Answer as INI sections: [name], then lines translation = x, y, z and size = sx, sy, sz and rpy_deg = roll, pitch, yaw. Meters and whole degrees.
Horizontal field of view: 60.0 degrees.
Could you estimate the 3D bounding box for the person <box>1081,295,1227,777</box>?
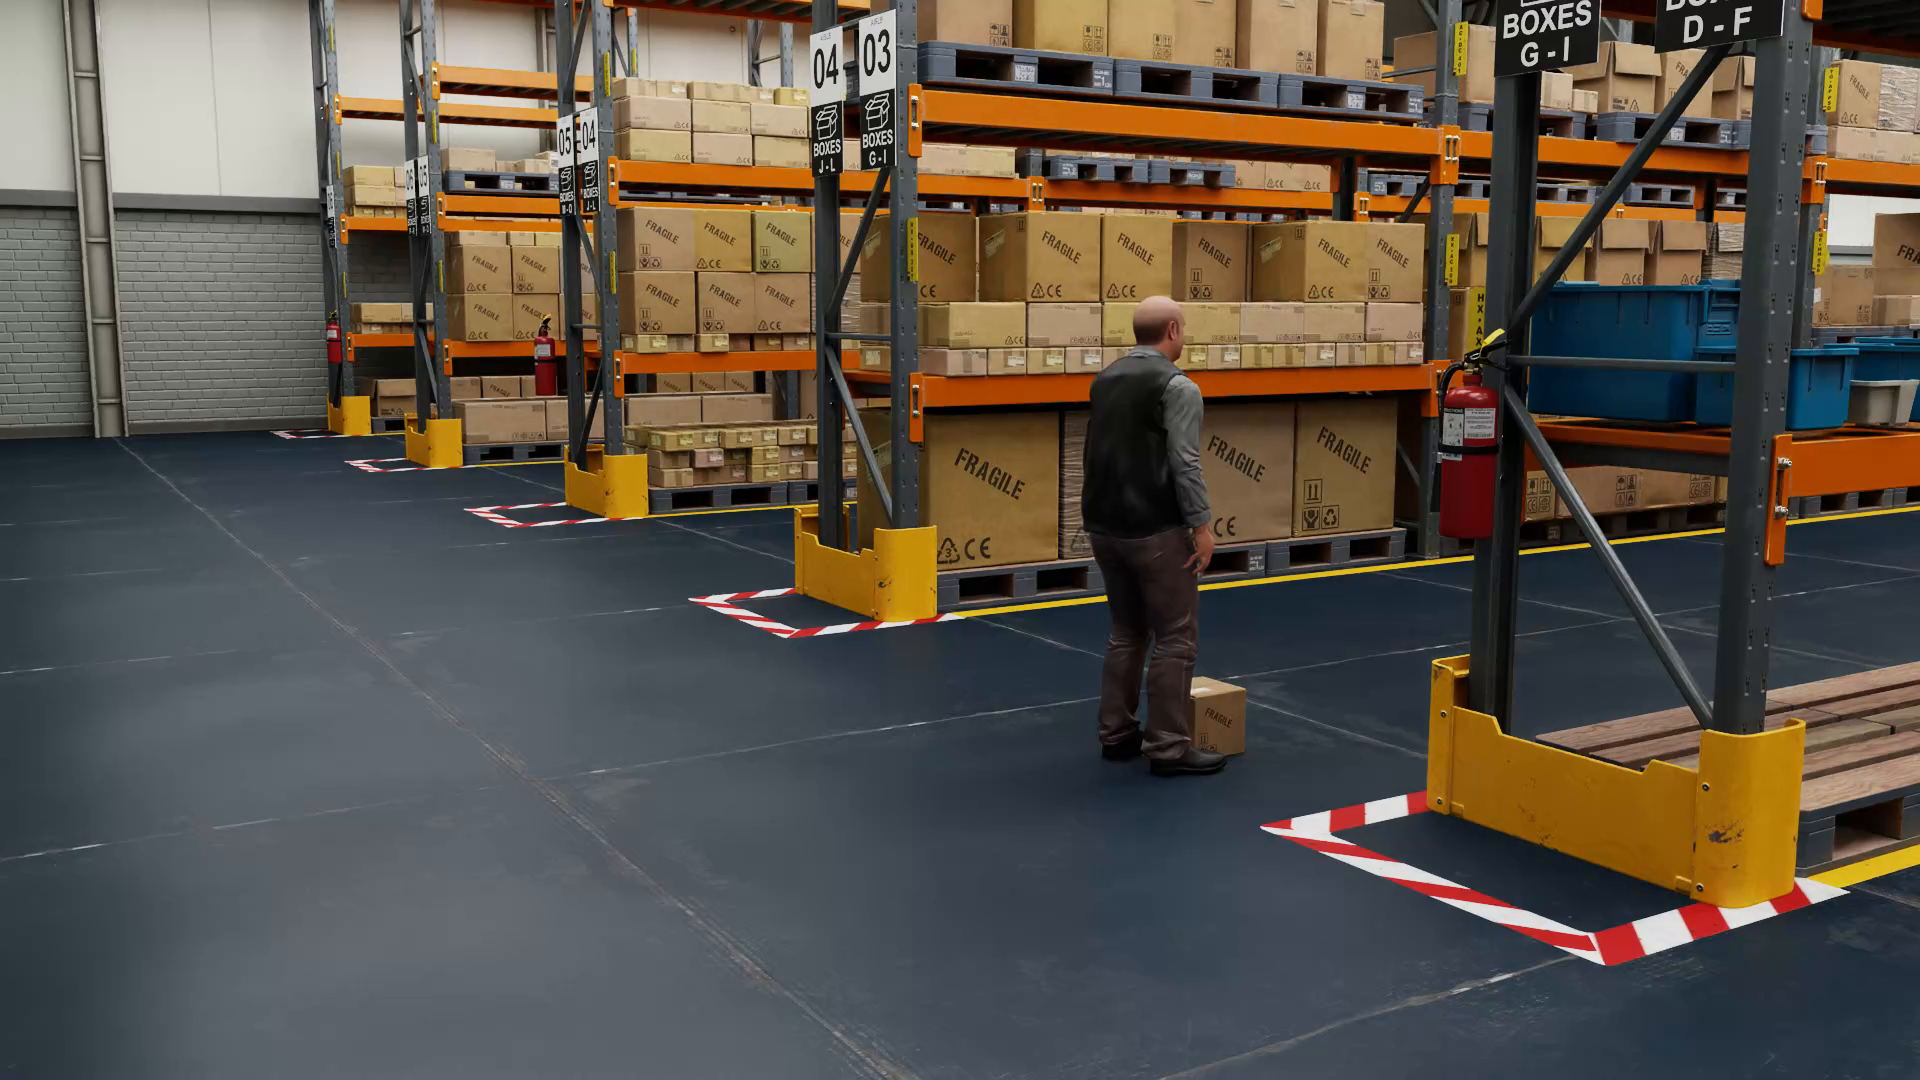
[person]
translation = 0.671, -0.028, 6.099
size = 0.414, 1.722, 0.594
rpy_deg = -5, 10, -34
